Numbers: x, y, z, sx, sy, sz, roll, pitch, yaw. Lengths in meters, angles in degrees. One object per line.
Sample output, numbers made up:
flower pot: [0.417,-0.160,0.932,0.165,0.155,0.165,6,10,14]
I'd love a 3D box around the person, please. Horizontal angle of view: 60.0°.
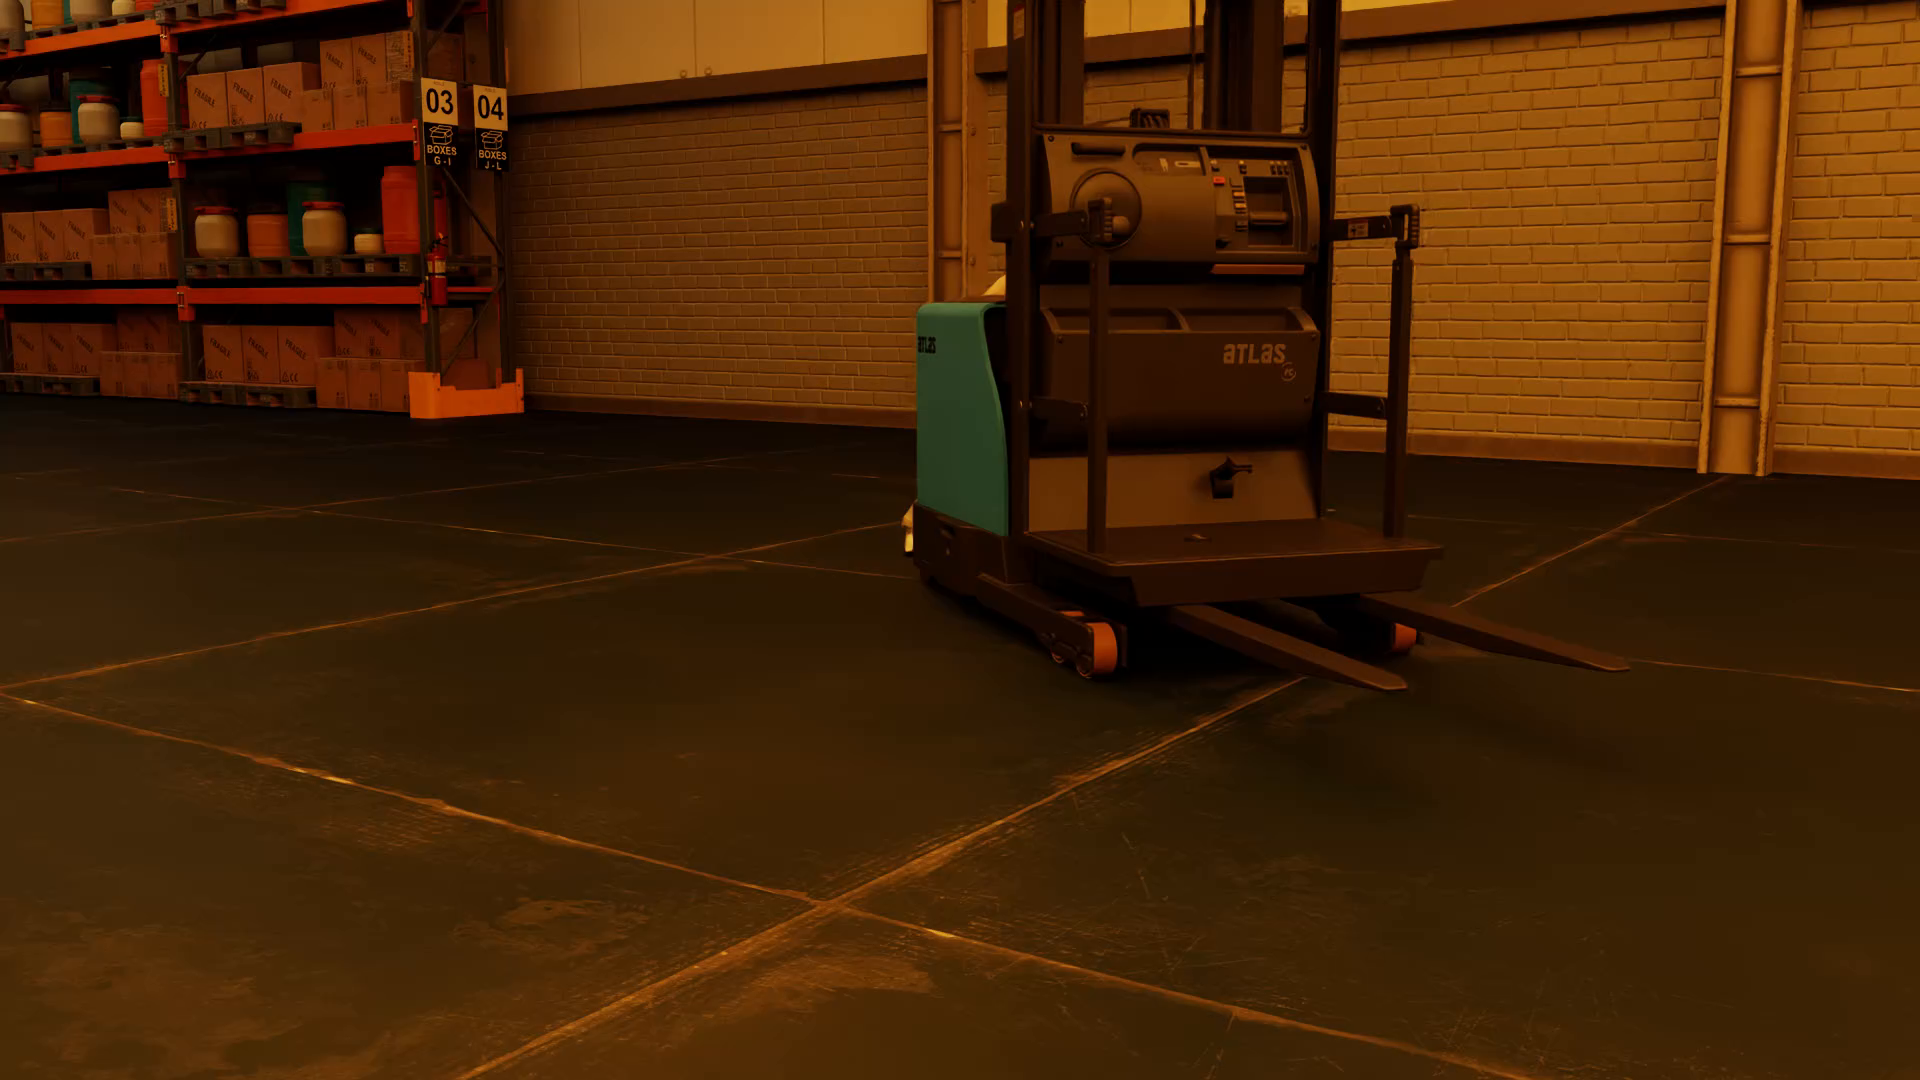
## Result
person: [0.374,-0.675,7.136,1.243,1.461,0.678,3,8,17]

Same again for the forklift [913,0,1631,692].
forklift: [0.774,-1.116,5.040,1.130,2.935,3.031,-3,9,-19]
